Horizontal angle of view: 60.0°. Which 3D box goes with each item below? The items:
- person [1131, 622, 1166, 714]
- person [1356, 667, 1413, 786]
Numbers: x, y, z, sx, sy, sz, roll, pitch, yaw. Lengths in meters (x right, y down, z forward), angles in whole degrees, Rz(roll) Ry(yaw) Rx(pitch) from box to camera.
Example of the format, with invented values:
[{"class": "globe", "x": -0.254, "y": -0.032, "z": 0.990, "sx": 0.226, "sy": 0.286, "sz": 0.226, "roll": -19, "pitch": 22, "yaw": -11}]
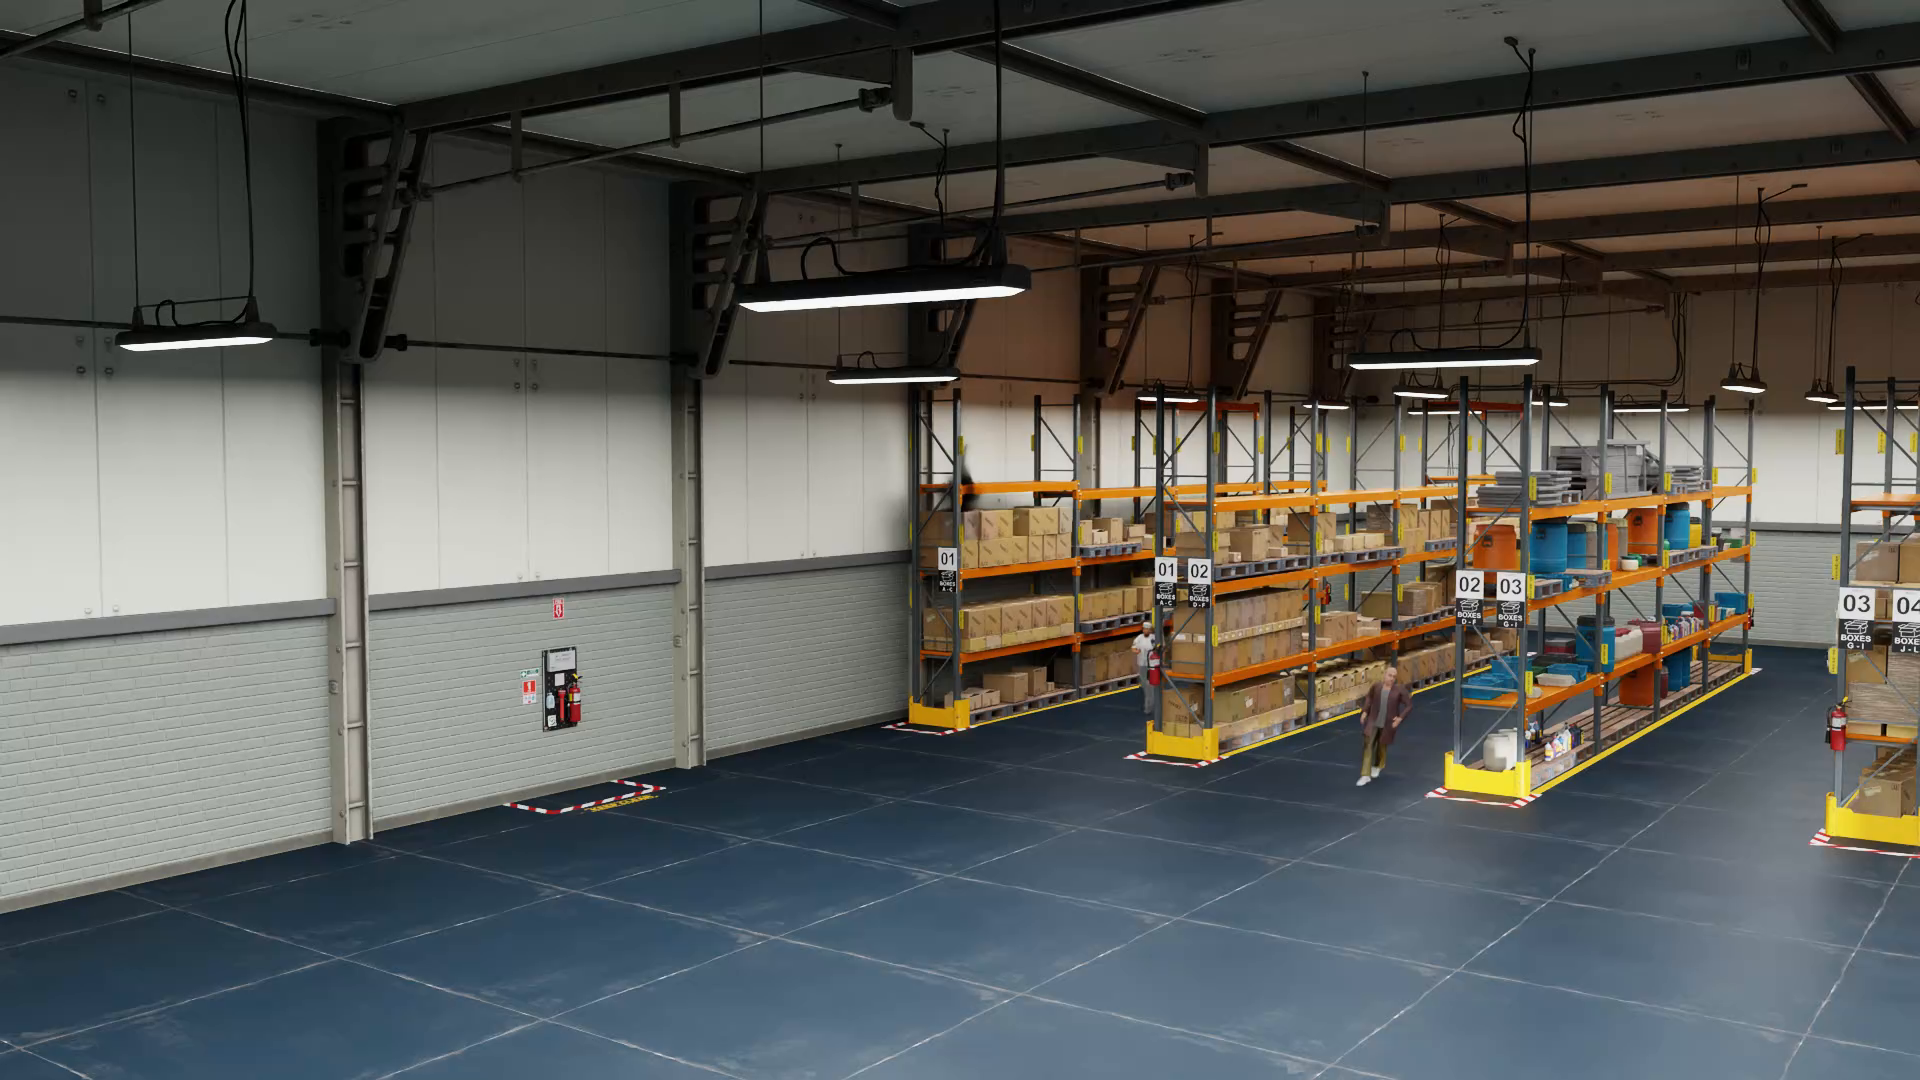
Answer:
[{"class": "person", "x": 3.533, "y": 2.389, "z": 31.285, "sx": 0.584, "sy": 1.724, "sz": 0.840, "roll": 2, "pitch": 4, "yaw": 25}, {"class": "person", "x": 6.309, "y": 2.736, "z": 24.614, "sx": 0.774, "sy": 1.740, "sz": 0.965, "roll": 1, "pitch": 4, "yaw": 23}]
